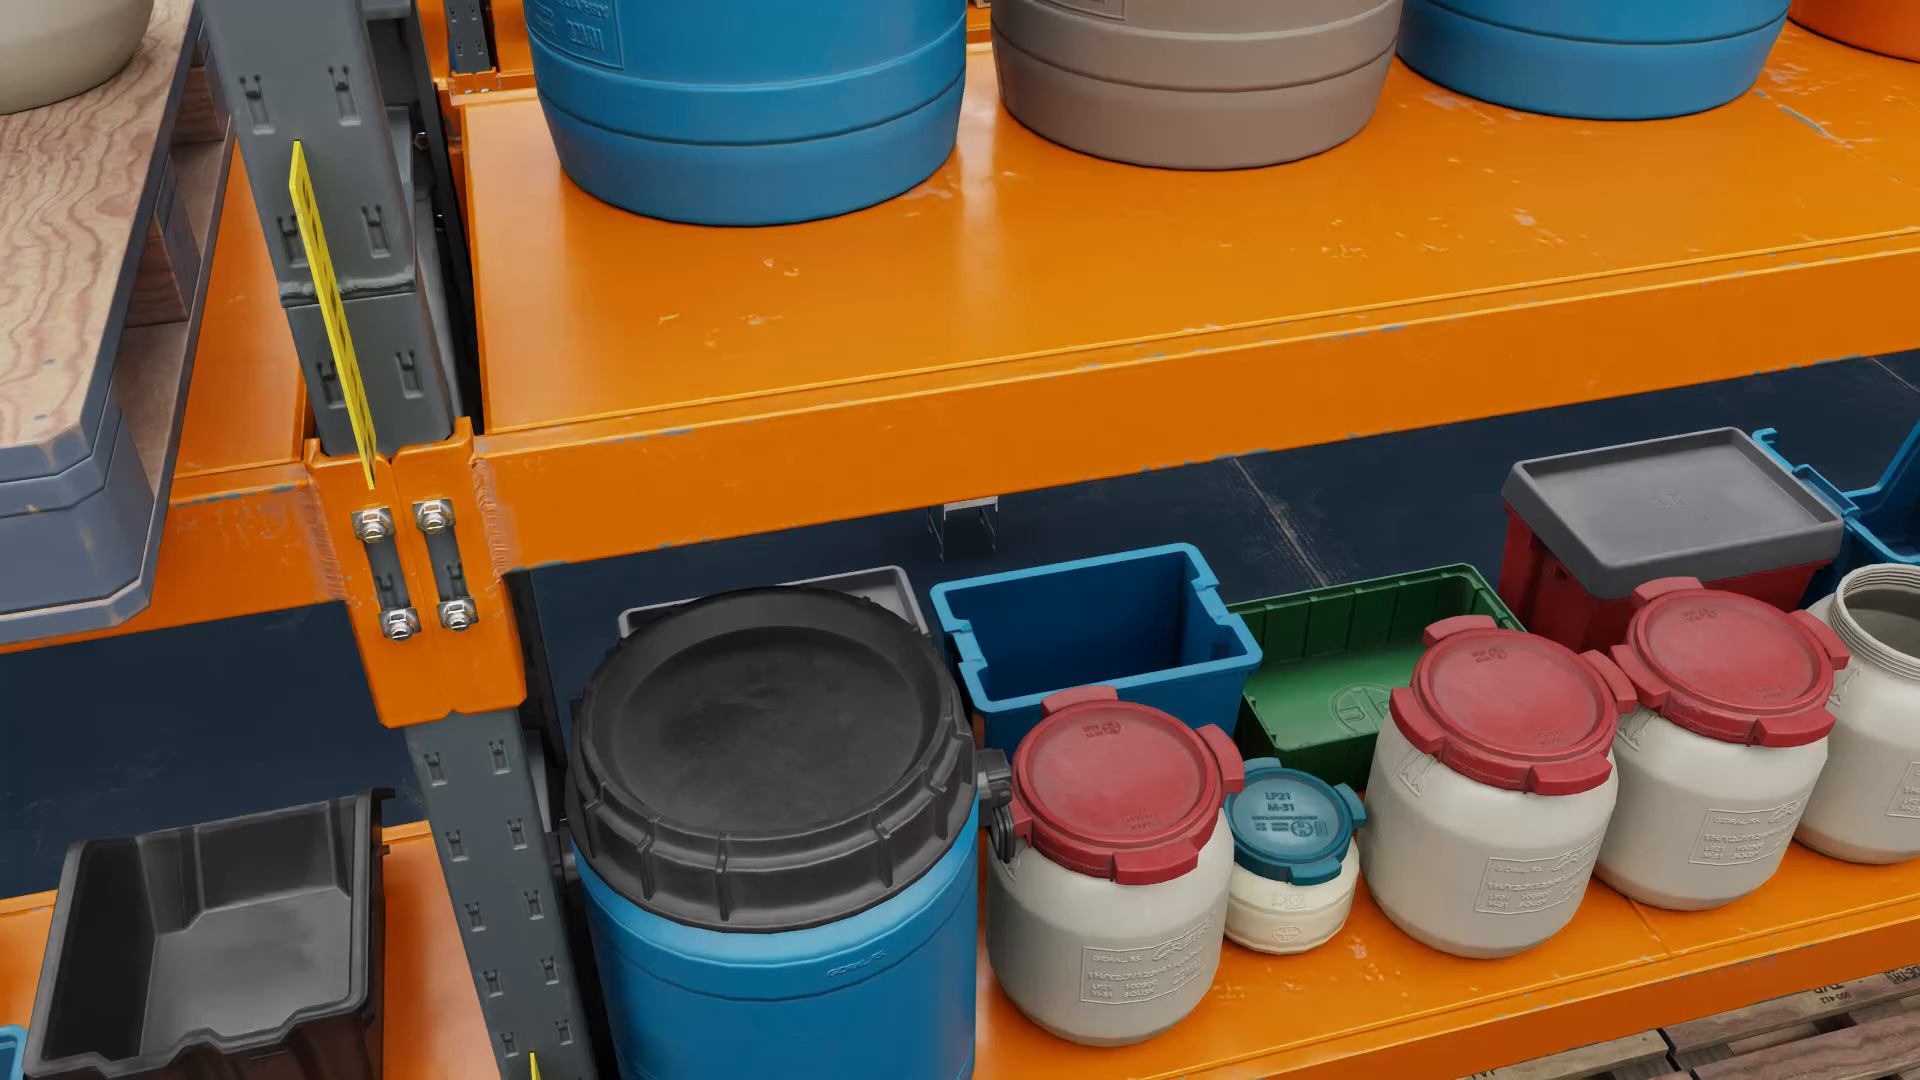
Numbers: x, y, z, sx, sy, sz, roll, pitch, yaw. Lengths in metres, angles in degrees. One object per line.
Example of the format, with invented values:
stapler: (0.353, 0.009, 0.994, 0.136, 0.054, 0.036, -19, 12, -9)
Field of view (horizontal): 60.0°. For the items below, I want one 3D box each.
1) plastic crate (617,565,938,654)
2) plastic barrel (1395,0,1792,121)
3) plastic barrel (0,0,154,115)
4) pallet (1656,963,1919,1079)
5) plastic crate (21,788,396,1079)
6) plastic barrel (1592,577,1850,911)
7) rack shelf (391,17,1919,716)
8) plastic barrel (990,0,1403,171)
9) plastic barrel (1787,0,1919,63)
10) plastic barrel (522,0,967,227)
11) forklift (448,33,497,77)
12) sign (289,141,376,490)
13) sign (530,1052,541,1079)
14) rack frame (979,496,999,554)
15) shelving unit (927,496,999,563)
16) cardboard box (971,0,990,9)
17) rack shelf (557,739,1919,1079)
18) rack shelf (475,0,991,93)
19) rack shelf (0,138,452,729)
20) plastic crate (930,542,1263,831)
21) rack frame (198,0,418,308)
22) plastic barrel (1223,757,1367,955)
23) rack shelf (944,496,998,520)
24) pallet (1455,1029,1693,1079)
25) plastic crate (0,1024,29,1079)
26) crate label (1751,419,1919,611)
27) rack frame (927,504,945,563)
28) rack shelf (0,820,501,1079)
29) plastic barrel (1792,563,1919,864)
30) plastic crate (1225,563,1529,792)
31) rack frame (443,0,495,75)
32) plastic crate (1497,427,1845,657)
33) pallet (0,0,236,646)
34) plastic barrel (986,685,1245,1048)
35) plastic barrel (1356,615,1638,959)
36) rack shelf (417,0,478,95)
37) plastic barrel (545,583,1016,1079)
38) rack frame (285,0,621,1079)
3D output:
plastic crate: (-0.336, 0.383, 3.228, 0.583, 0.464, 0.402, -9, 38, -12)
plastic barrel: (0.974, -1.141, 2.391, 0.708, 0.901, 0.600, -9, 38, -12)
plastic barrel: (-1.190, -0.785, 1.901, 0.421, 0.512, 0.421, 0, 37, 0)
pallet: (2.380, 1.238, 4.457, 1.213, 0.211, 1.003, -9, 38, -12)
plastic crate: (-1.262, 0.698, 2.920, 0.504, 0.338, 0.767, -9, 38, -12)
plastic barrel: (1.384, 0.403, 3.143, 0.433, 0.535, 0.433, 0, 37, 0)
rack shelf: (1.208, -0.558, 2.634, 4.000, 0.370, 1.077, -9, 38, -12)
plastic barrel: (0.343, -1.037, 2.256, 0.600, 0.901, 0.600, 0, 37, 0)
plastic barrel: (1.658, -1.225, 2.560, 0.708, 0.830, 0.600, -9, 38, -12)
plastic barrel: (-0.289, -0.934, 2.120, 0.708, 0.901, 0.600, -9, 38, -12)
forklift: (-2.243, -3.980, 9.040, 1.130, 2.935, 3.031, 18, 41, 22)
sign: (-0.591, -0.206, 1.574, 0.005, 0.325, 0.100, -9, 38, -12)
sign: (-0.591, 0.879, 2.404, 0.005, 0.325, 0.100, -9, 38, -12)
rack frame: (0.106, -0.375, 5.999, 0.006, 0.900, 0.240, -9, 38, -12)
shelving unit: (0.008, -0.359, 5.978, 0.210, 0.900, 0.258, -9, 38, -12)
cardboard box: (0.235, -2.639, 7.149, 0.500, 0.500, 0.500, -11, 39, -14)
rack shelf: (1.208, 0.634, 3.545, 4.000, 0.370, 1.077, -9, 38, -12)
rack shelf: (-0.080, -2.273, 7.344, 4.000, 0.370, 1.077, -9, 38, -12)
rack shelf: (-2.654, 0.076, 1.805, 4.000, 0.370, 1.077, -9, 38, -12)
plastic crate: (0.261, 0.314, 3.384, 0.575, 0.384, 0.392, -9, 38, -12)
rack frame: (-0.723, -1.718, 1.090, 0.127, 3.000, 1.000, -9, 38, -12)
plastic barrel: (0.595, 0.600, 3.111, 0.301, 0.262, 0.301, 0, 37, 0)
rack shelf: (0.008, -0.189, 6.108, 0.200, 0.077, 0.258, -9, 38, -12)
pallet: (1.205, 1.430, 4.207, 1.213, 0.211, 1.003, -9, 38, -12)
plastic crate: (-1.721, 1.058, 2.520, 0.616, 0.251, 0.499, -9, 38, -12)
crate label: (2.109, 0.016, 3.732, 0.616, 0.435, 0.502, -9, 38, -12)
rack frame: (-0.090, -0.343, 5.957, 0.006, 0.900, 0.240, -9, 38, -12)
rack shelf: (-2.654, 1.267, 2.717, 4.000, 0.370, 1.077, -9, 38, -12)
plastic barrel: (1.794, 0.342, 3.243, 0.421, 0.512, 0.421, 0, 37, 0)
plastic crate: (0.884, 0.307, 3.554, 0.662, 0.188, 0.450, -9, 38, -12)
rack frame: (-2.011, -2.241, 6.711, 0.127, 3.000, 1.000, -9, 38, -12)
plastic crate: (1.499, 0.082, 3.621, 0.583, 0.464, 0.402, -9, 38, -12)
pallet: (-1.394, -0.280, 1.834, 1.003, 0.211, 1.213, -9, 38, -12)
plastic barrel: (0.258, 0.588, 2.901, 0.433, 0.535, 0.433, 0, 37, 0)
plastic barrel: (0.966, 0.472, 3.053, 0.433, 0.535, 0.433, 0, 37, 0)
rack shelf: (-3.942, -1.639, 6.516, 4.000, 0.370, 1.077, -9, 38, -12)
plastic barrel: (-0.271, 0.582, 2.608, 0.708, 0.901, 0.600, -9, 38, -12)
rack frame: (-0.723, 0.665, 2.912, 0.127, 3.000, 1.000, -9, 38, -12)
